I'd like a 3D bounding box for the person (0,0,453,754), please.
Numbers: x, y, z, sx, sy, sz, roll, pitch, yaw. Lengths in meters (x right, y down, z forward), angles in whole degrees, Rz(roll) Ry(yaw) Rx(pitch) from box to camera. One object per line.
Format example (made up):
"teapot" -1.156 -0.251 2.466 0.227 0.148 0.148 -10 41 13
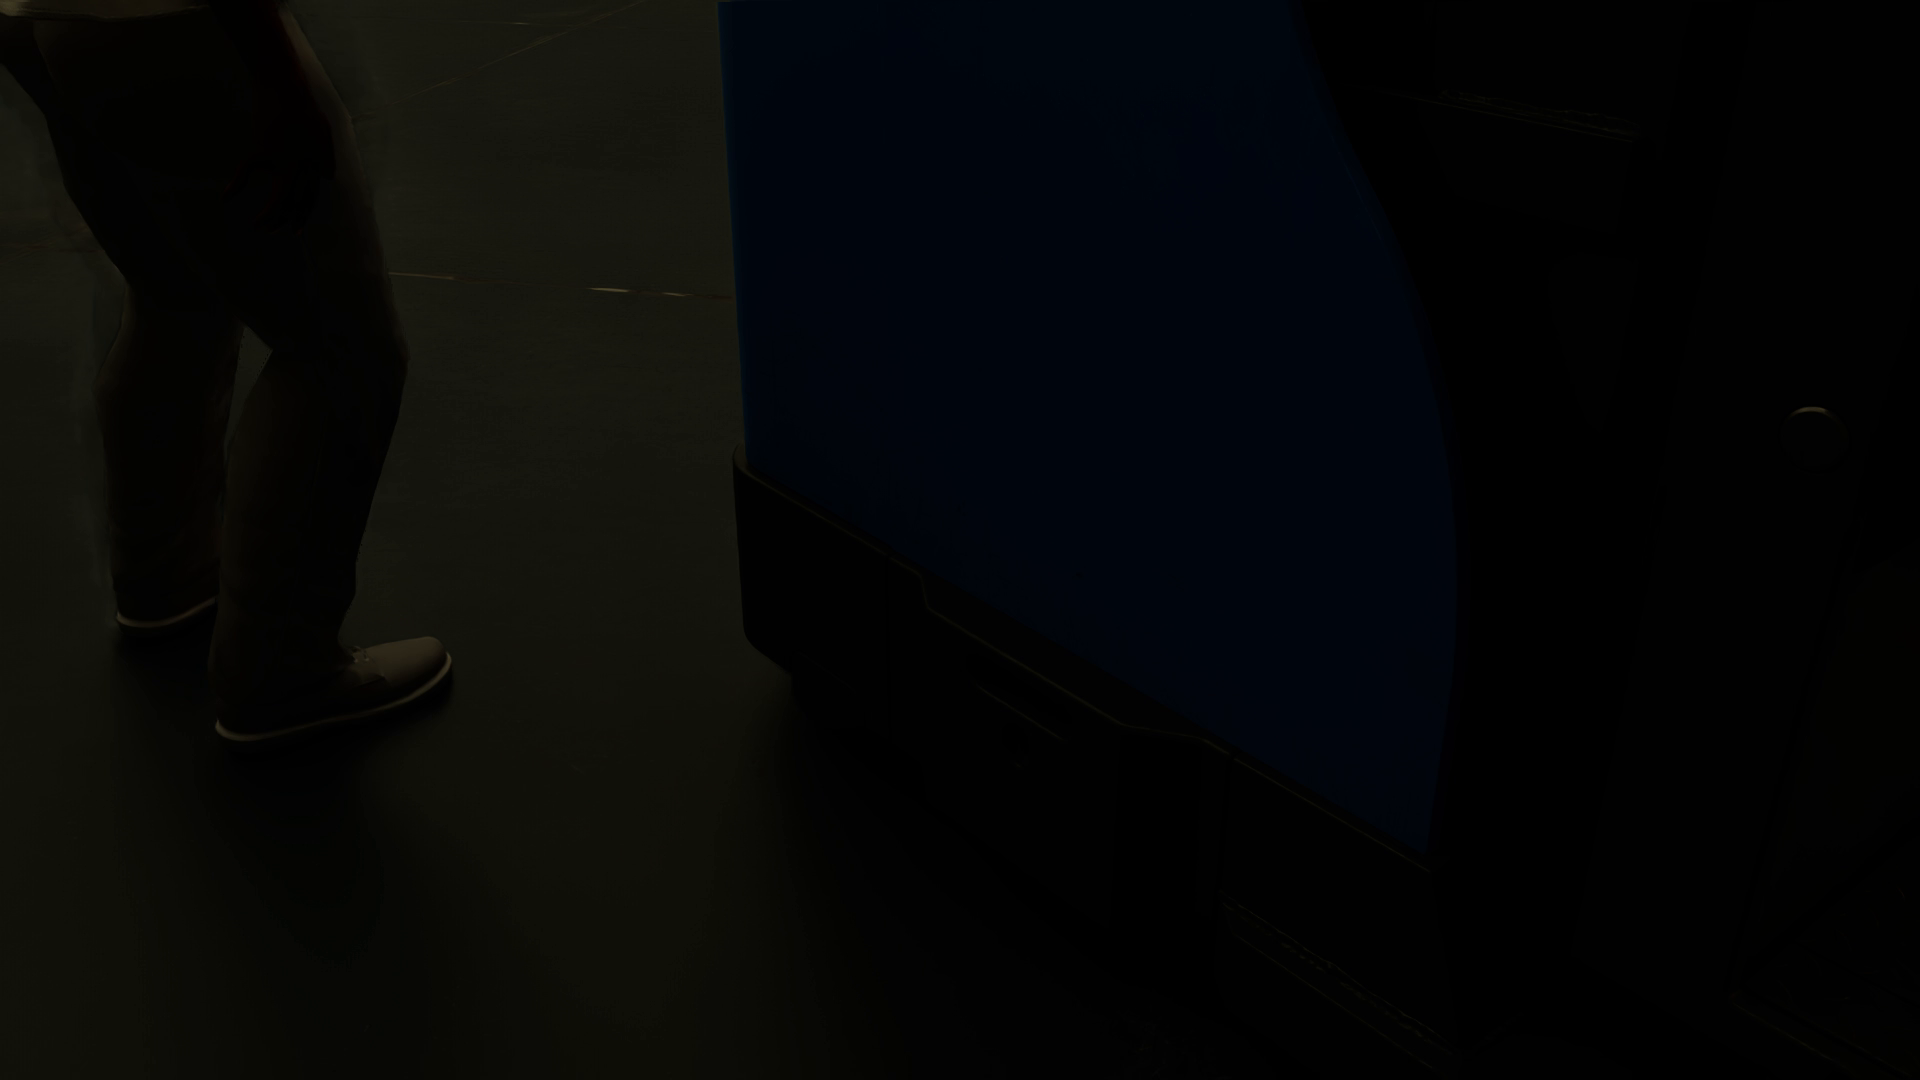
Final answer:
"person" -0.860 -0.565 1.807 0.367 1.637 0.715 -22 34 -36

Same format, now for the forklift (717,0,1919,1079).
"forklift" 1.050 -0.770 0.771 1.130 2.935 3.031 -20 33 -35
